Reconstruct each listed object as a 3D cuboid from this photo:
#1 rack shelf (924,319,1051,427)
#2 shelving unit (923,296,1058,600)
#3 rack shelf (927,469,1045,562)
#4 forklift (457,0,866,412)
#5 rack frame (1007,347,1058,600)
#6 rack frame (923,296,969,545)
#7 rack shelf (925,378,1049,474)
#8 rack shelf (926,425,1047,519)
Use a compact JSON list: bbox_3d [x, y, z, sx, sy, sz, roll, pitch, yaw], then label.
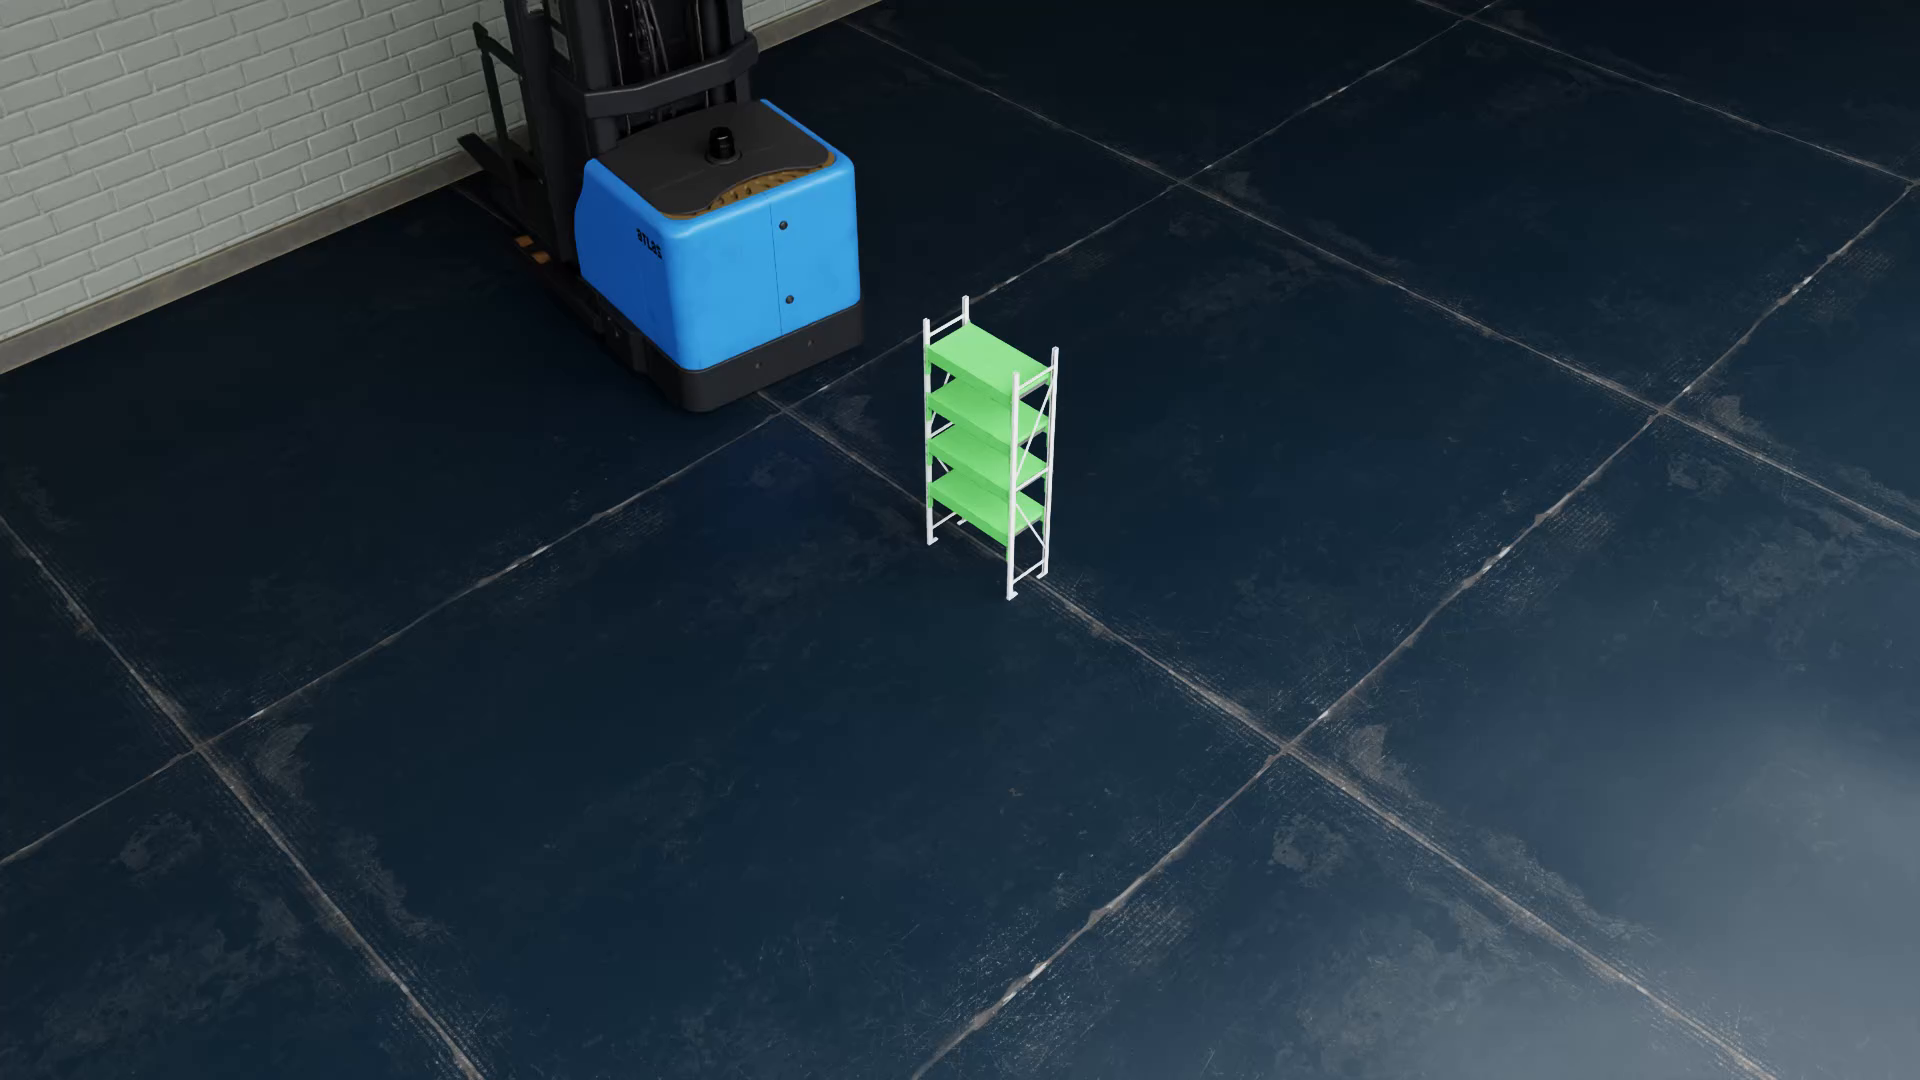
[{"bbox_3d":[0.117,-0.667,6.592,0.258,0.148,0.480,-34,53,-31],"label":"rack shelf"},{"bbox_3d":[0.117,-0.361,6.874,0.258,1.200,0.503,-34,53,-31],"label":"shelving unit"},{"bbox_3d":[0.117,-0.138,7.080,0.258,0.148,0.480,-34,53,-31],"label":"rack shelf"},{"bbox_3d":[-1.773,-2.631,8.055,1.130,2.935,3.031,-28,49,-27],"label":"forklift"},{"bbox_3d":[0.289,-0.244,6.747,0.240,1.200,0.015,-34,53,-31],"label":"rack frame"},{"bbox_3d":[-0.055,-0.478,7.001,0.240,1.200,0.015,-34,53,-31],"label":"rack frame"},{"bbox_3d":[0.117,-0.490,6.755,0.258,0.148,0.480,-34,53,-31],"label":"rack shelf"},{"bbox_3d":[0.117,-0.314,6.917,0.258,0.148,0.480,-34,53,-31],"label":"rack shelf"}]
